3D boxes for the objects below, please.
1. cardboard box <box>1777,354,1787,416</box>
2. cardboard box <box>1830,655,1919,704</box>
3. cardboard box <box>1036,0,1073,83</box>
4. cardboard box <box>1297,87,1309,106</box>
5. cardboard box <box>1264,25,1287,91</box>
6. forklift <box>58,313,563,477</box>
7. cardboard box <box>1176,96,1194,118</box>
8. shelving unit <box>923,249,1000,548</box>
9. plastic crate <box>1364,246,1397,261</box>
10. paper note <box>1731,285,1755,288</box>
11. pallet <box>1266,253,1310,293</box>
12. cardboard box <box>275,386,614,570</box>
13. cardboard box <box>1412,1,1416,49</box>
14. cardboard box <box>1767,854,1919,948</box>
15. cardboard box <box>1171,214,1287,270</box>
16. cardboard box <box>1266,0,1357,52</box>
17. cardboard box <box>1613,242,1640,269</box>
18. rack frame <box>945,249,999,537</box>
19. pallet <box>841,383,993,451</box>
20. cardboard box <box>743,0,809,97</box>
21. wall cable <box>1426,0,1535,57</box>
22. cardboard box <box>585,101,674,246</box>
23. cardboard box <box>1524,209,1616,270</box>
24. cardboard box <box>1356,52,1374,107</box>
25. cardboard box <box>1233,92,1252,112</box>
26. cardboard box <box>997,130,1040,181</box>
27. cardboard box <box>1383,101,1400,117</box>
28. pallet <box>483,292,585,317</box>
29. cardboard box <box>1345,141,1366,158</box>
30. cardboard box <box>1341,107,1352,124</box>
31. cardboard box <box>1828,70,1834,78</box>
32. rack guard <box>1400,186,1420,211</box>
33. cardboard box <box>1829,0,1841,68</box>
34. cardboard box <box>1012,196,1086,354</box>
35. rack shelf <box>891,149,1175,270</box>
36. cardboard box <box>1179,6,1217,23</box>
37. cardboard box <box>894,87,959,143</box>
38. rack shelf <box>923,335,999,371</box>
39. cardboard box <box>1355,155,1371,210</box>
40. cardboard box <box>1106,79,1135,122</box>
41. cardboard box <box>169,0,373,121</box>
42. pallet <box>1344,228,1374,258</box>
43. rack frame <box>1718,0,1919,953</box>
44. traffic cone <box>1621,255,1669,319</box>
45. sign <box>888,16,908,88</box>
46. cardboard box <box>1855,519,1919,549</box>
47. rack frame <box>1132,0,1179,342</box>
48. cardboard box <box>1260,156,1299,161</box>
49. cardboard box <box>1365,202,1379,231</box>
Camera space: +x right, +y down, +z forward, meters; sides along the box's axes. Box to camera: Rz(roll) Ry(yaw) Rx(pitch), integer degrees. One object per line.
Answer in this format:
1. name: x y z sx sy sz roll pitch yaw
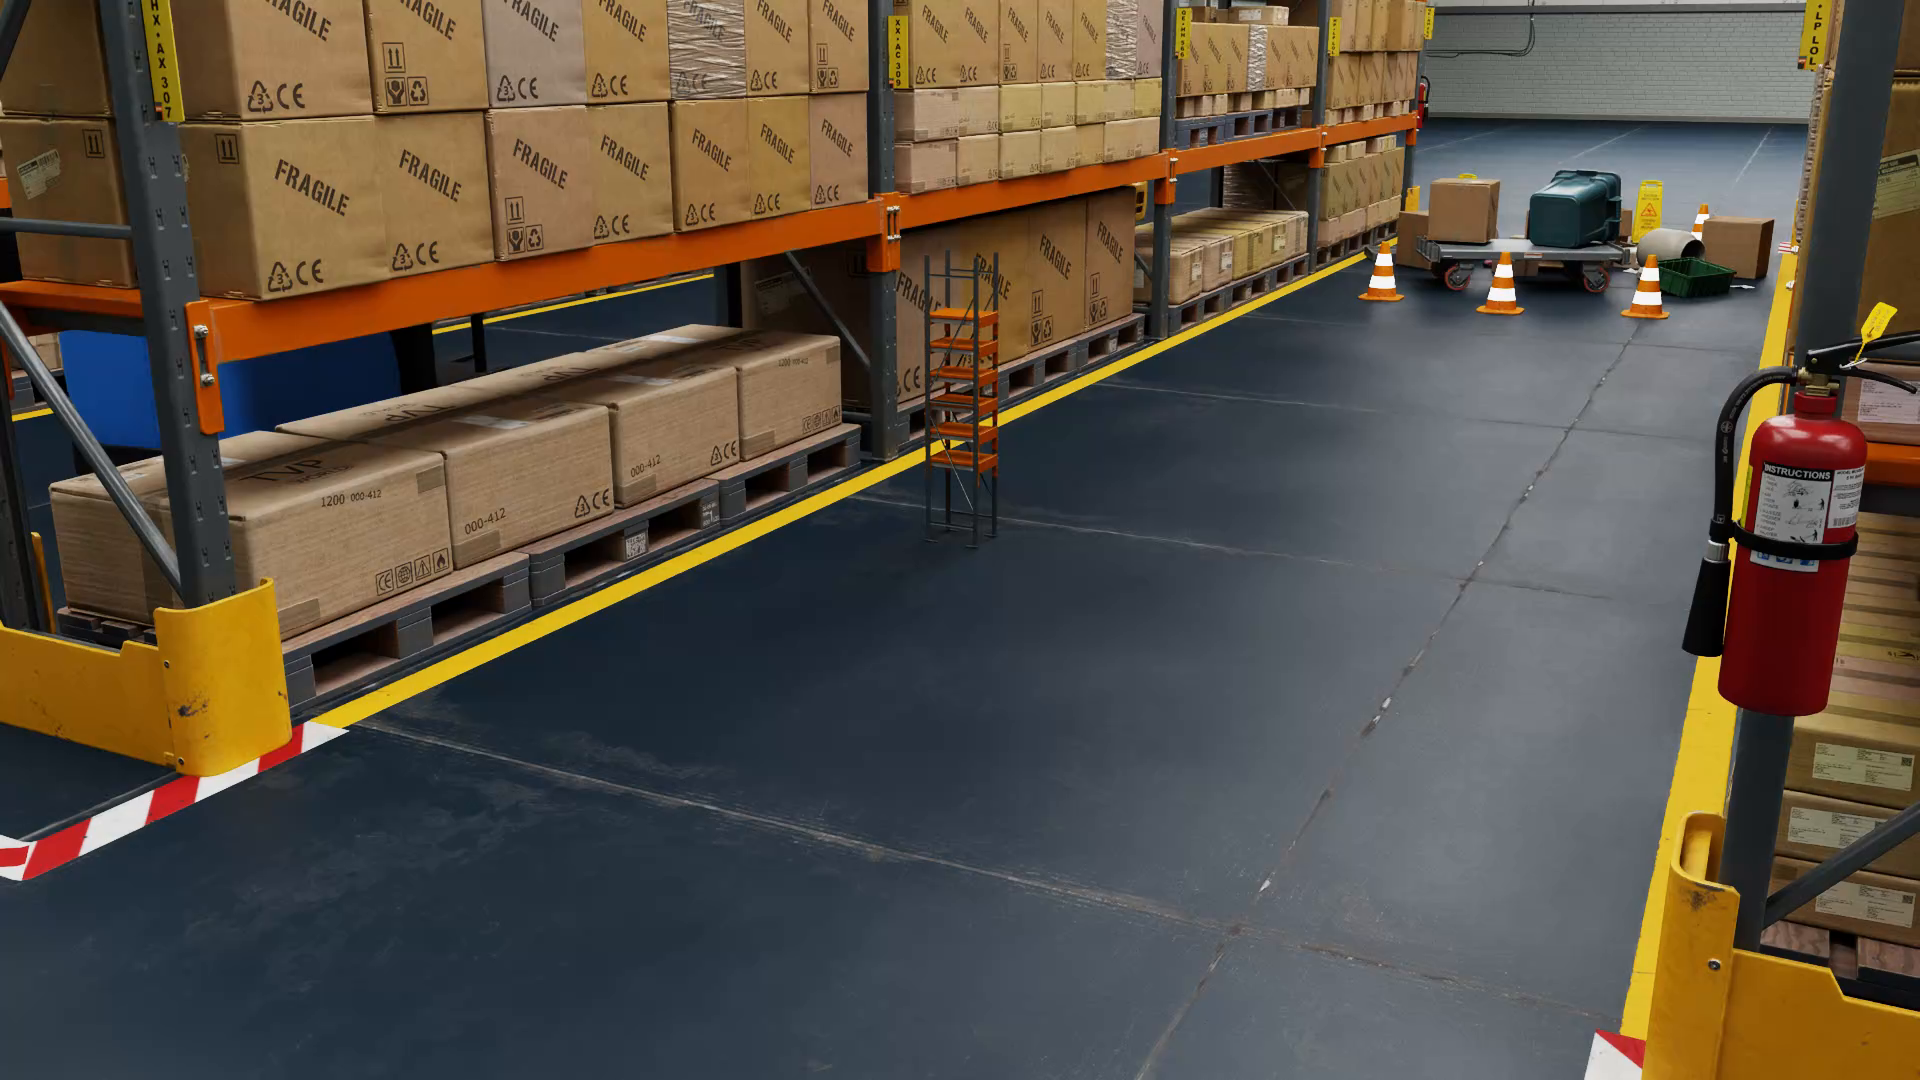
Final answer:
1. cardboard box: 3.793 -0.517 7.148 0.500 0.500 0.500 8 18 24
2. cardboard box: 2.074 0.382 3.694 0.380 0.149 0.250 8 19 26
3. cardboard box: 0.323 -2.893 9.564 0.500 0.500 0.500 8 18 24
4. cardboard box: 2.806 -3.849 14.420 0.380 0.149 0.250 8 18 26
5. cardboard box: 2.332 -3.923 13.527 0.500 0.500 0.500 9 19 27
6. forklift: -3.064 -1.913 8.316 1.130 2.935 3.031 5 17 16
7. cardboard box: 1.470 -3.124 11.977 0.380 0.149 0.250 7 18 22
8. shelving unit: 0.006 -0.579 6.866 0.258 1.200 0.189 8 18 25
9. plastic crate: 4.224 -2.831 16.415 0.402 0.080 0.583 2 17 6
10. paper note: 6.753 -2.194 14.357 0.147 0.020 0.142 -4 17 -13
11. pallet: 2.443 -2.400 14.733 1.003 0.211 1.213 8 18 25
12. cardboard box: -1.966 -0.266 6.415 0.875 0.438 0.875 9 19 27
13. cardboard box: 4.311 -5.338 17.273 0.700 0.500 0.500 8 18 26
14. cardboard box: 1.949 0.731 3.566 0.380 0.149 0.250 8 19 26
15. cardboard box: 2.239 -2.559 14.249 0.950 0.372 0.625 9 19 29
16. cardboard box: 3.180 -4.689 15.089 0.700 0.500 0.500 8 18 25
17. cardboard box: 6.383 -2.692 15.622 0.396 0.266 0.258 12 20 35
18. rack frame: 0.047 -0.602 6.944 0.240 1.200 0.006 8 18 25
19. pallet: -0.508 -0.766 9.234 1.003 0.211 1.213 8 18 25
20. cardboard box: -0.983 -2.141 7.032 0.500 0.500 0.500 8 18 25
21. wall cable: 14.922 -15.132 47.622 3.097 2.526 0.112 8 18 25
22. cardboard box: -1.448 -1.401 6.298 0.500 0.500 0.500 9 19 27
23. cardboard box: 5.646 -2.813 15.374 0.797 0.637 0.503 8 18 25
24. cardboard box: 3.675 -4.459 16.071 0.500 0.500 0.500 8 18 25
25. cardboard box: 2.079 -3.461 13.114 0.380 0.149 0.250 9 19 27
26. cardboard box: 0.120 -2.164 9.306 0.500 0.250 0.500 8 18 25
27. cardboard box: 4.365 -4.500 17.348 0.380 0.149 0.250 8 19 26
28. pallet: -3.808 -2.024 13.469 1.003 0.211 1.213 8 18 25
29. cardboard box: 3.750 -3.829 16.282 0.380 0.149 0.250 9 19 29
30. cardboard box: 3.517 -4.055 15.849 0.380 0.149 0.250 9 19 27
31. cardboard box: 2.106 -0.742 3.558 0.500 0.500 0.500 8 18 24
32. rack guard: 4.543 -3.736 18.725 1.175 0.500 0.348 8 18 25
33. cardboard box: 2.109 -1.221 3.414 0.500 0.500 0.500 7 18 24
34. cardboard box: 0.217 -1.707 10.496 0.875 0.875 0.875 8 18 26
35. rack shelf: 0.108 -2.062 9.961 1.077 0.370 4.000 8 18 25
36. cardboard box: 1.869 -4.273 13.567 0.380 0.149 0.250 9 19 28
37. cardboard box: -0.337 -2.141 8.350 0.500 0.250 0.500 8 18 24
38. rack shelf: 0.006 -0.766 6.810 0.258 0.103 0.180 8 18 25
39. cardboard box: 3.756 -3.563 16.527 0.500 0.500 0.500 9 19 28
40. cardboard box: 0.787 -2.797 10.558 0.500 0.250 0.500 8 18 24
41. cardboard box: -2.103 -1.491 4.846 0.500 0.500 0.500 8 18 24
42. pallet: 3.602 -3.086 17.042 1.003 0.211 1.213 8 18 25
43. rack frame: 1.901 -0.274 2.679 1.000 3.000 0.127 8 18 25
44. traffic cone: 5.313 -1.965 12.828 0.336 0.463 0.334 8 18 25
45. sign: -0.288 -2.280 7.772 0.100 0.325 0.005 8 18 25
46. cardboard box: 2.628 0.043 4.835 0.380 0.149 0.250 8 18 26
47. rack frame: 1.002 -2.916 11.573 1.000 3.000 0.127 8 18 25
48. cardboard box: 3.039 -3.492 16.288 0.500 0.500 0.500 8 19 26
49. cardboard box: 3.989 -3.332 17.065 0.500 0.250 0.500 7 18 23
